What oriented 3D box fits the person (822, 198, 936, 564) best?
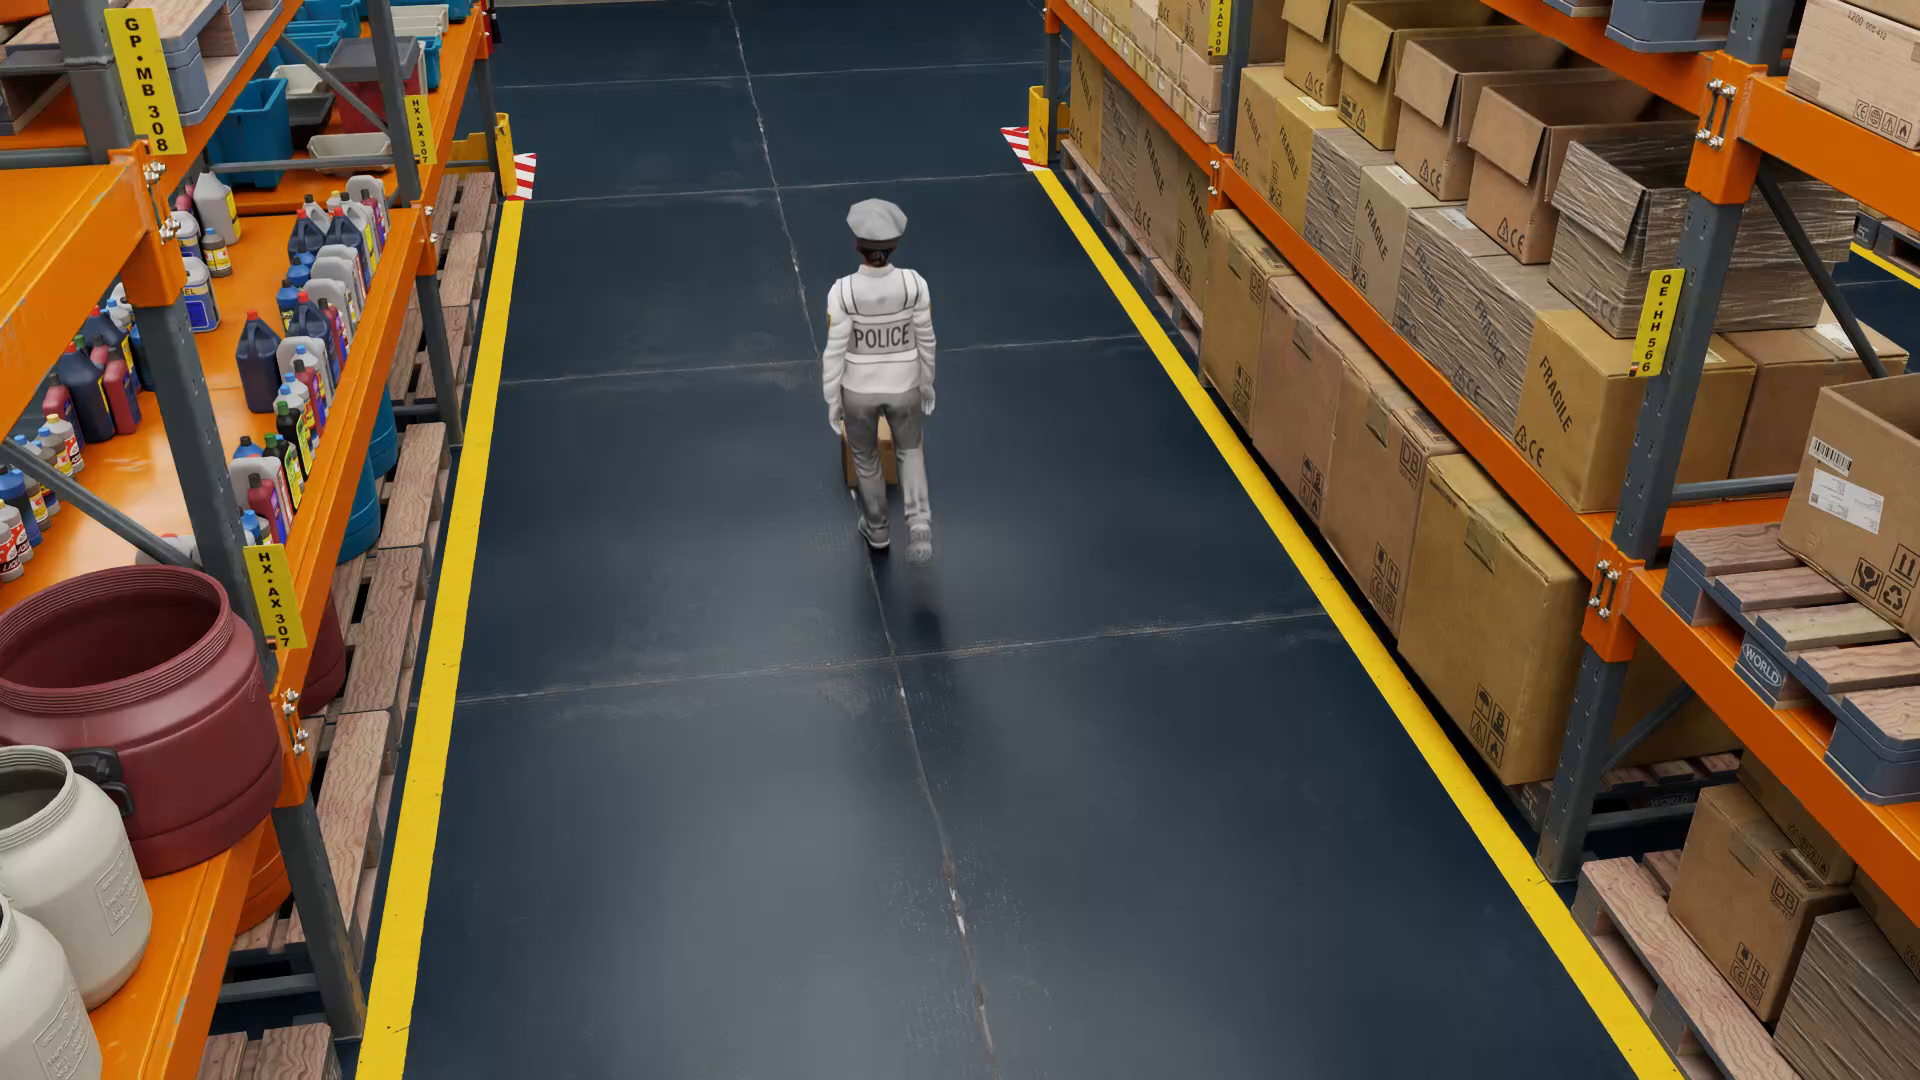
[{"bbox_3d":[-0.342,-0.648,7.167,0.501,1.664,0.656,-6,31,-11],"label":"person"}]
